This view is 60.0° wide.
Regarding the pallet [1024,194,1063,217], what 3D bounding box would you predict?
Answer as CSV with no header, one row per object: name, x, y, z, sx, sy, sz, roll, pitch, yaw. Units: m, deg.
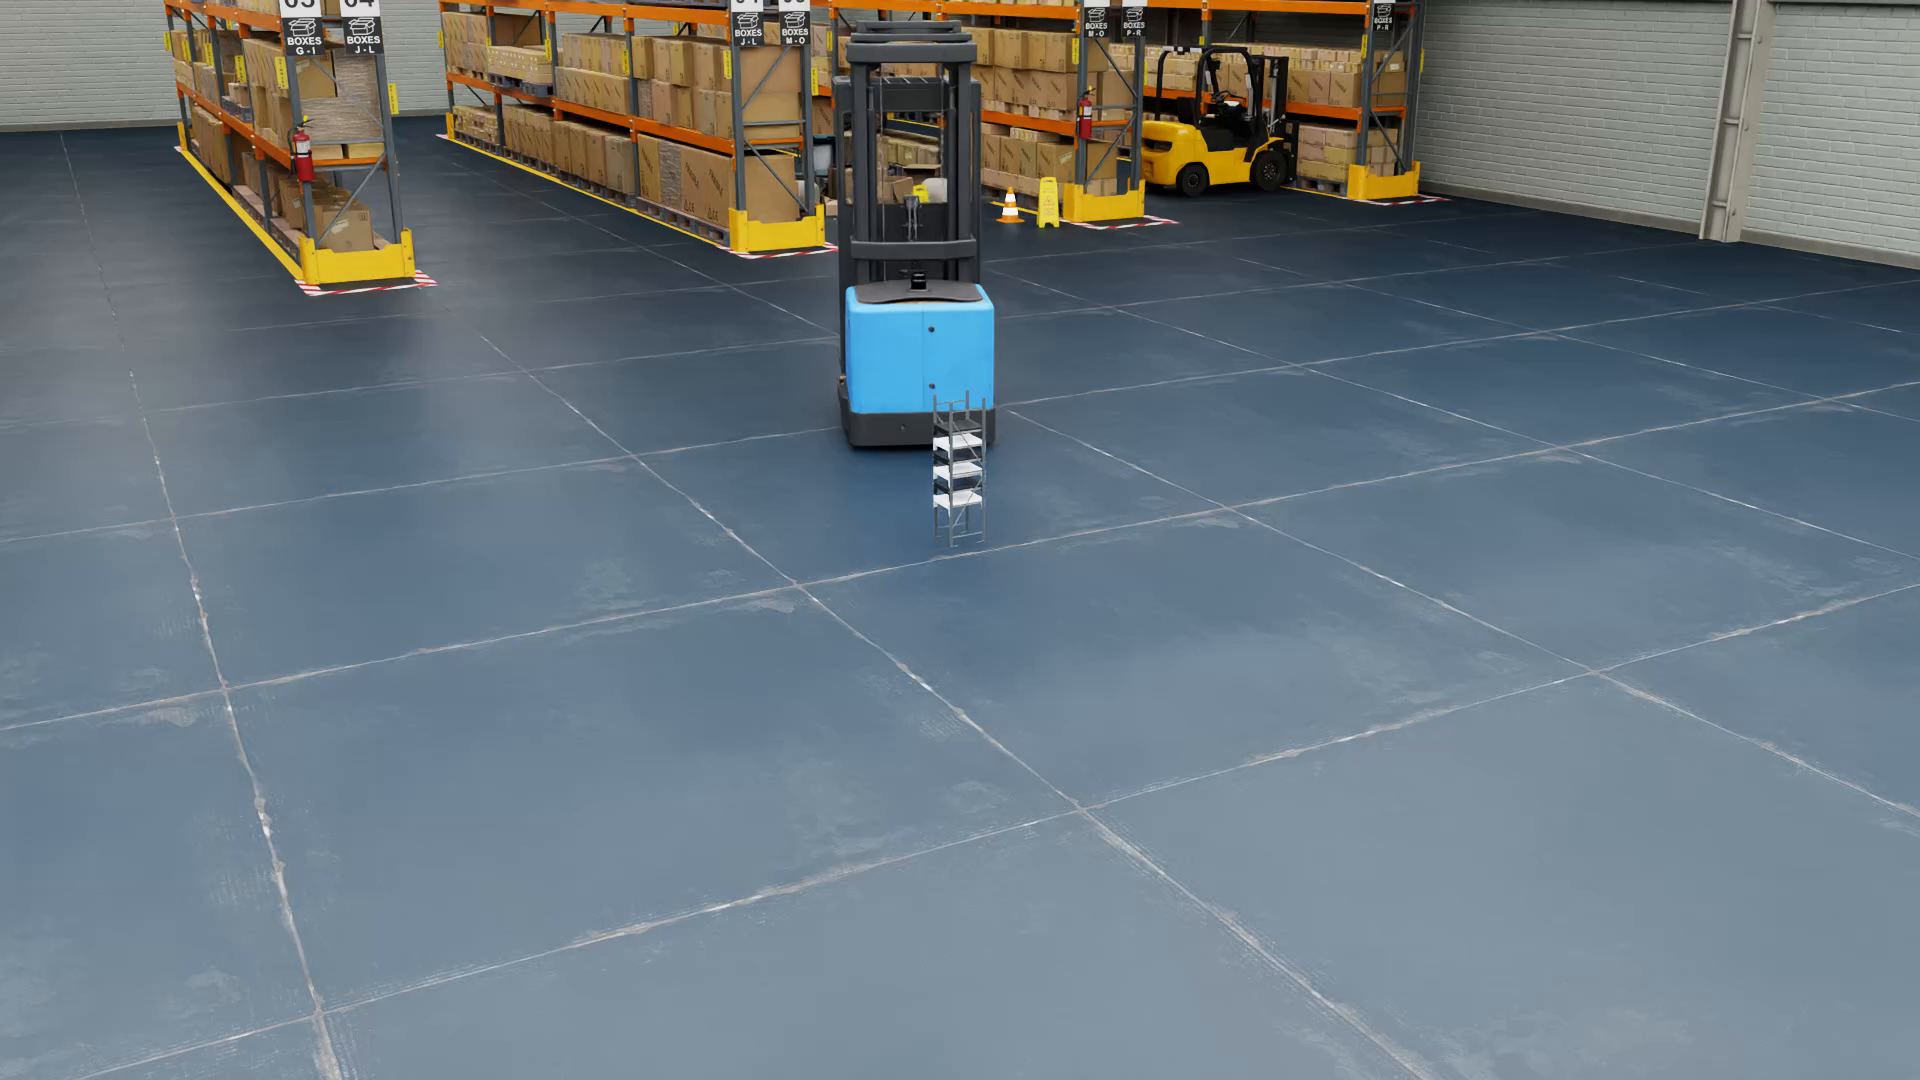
pallet,1.641,-4.812,23.752,1.003,0.211,1.213,-10,21,-27

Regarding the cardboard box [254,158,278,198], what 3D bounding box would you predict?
cardboard box,-9.603,-5.149,23.613,0.700,0.500,0.500,-8,21,-22

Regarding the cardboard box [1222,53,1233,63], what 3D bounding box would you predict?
cardboard box,4.543,-7.935,27.381,0.380,0.149,0.250,-9,21,-25

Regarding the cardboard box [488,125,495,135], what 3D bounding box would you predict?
cardboard box,-8.544,-7.627,30.906,0.380,0.149,0.250,-11,22,-29

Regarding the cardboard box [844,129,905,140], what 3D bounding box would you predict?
cardboard box,-1.508,-6.958,29.083,0.950,0.372,0.625,-12,22,-30

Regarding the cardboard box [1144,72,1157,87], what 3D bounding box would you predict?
cardboard box,3.577,-8.112,29.270,0.500,0.250,0.500,-10,21,-26

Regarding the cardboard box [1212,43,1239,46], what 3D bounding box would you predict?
cardboard box,4.389,-8.145,27.532,0.380,0.149,0.250,-10,21,-26

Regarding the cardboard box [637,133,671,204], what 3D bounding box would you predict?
cardboard box,-3.939,-5.225,23.287,0.875,0.875,0.875,-10,21,-26

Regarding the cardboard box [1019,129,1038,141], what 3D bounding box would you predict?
cardboard box,1.072,-5.786,23.729,0.380,0.149,0.250,-10,21,-26

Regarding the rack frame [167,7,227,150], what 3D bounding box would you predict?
rack frame,-14.288,-8.927,31.405,1.000,3.000,0.127,-10,21,-27

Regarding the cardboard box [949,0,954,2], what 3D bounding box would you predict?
cardboard box,0.064,-8.188,25.048,0.380,0.149,0.250,-10,22,-27

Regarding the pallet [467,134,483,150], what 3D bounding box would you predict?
pallet,-8.909,-7.738,32.233,1.003,0.211,1.213,-10,21,-27

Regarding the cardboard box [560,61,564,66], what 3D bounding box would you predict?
cardboard box,-6.509,-7.986,27.963,0.380,0.149,0.250,-10,21,-26

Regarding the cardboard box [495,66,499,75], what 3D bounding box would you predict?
cardboard box,-7.941,-8.263,29.220,0.380,0.149,0.250,-10,21,-26

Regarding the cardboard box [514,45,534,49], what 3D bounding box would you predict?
cardboard box,-7.989,-8.888,30.680,0.500,0.500,0.500,-10,22,-28

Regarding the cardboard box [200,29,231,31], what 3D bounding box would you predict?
cardboard box,-13.825,-9.252,30.971,0.500,0.500,0.500,-10,21,-26

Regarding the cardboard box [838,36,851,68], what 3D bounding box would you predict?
cardboard box,-1.757,-8.387,28.586,0.500,0.500,0.500,-11,22,-28

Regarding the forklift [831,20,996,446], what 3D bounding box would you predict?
forklift,-0.412,-2.491,12.857,1.130,2.935,3.031,-2,19,-6

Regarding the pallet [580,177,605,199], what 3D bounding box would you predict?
pallet,-5.192,-5.464,25.643,1.003,0.211,1.213,-10,21,-27

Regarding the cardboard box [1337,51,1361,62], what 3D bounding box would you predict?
cardboard box,5.898,-7.270,24.998,0.380,0.149,0.250,-10,21,-27

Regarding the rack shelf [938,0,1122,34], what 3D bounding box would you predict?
rack shelf,1.082,-7.521,23.834,1.077,0.370,4.000,-10,21,-27

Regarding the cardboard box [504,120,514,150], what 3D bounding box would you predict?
cardboard box,-7.858,-7.282,29.825,0.500,0.500,0.500,-9,21,-25

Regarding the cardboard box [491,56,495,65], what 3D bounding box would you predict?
cardboard box,-8.068,-8.480,29.394,0.380,0.149,0.250,-10,22,-28

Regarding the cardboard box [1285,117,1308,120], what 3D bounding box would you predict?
cardboard box,5.385,-6.757,27.154,0.500,0.250,0.500,-10,21,-26

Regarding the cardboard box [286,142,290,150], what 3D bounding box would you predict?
cardboard box,-7.615,-4.622,19.312,0.380,0.149,0.250,-10,21,-27

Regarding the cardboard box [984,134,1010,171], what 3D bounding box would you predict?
cardboard box,0.684,-5.759,24.644,0.500,0.500,0.500,-9,21,-24

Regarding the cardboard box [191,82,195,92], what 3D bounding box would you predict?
cardboard box,-12.821,-7.697,28.225,0.380,0.149,0.250,-10,21,-26

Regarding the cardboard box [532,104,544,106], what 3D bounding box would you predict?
cardboard box,-7.399,-7.715,29.930,0.500,0.250,0.500,-11,22,-28

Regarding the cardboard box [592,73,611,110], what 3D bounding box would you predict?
cardboard box,-5.139,-6.668,24.703,0.500,0.500,0.500,-10,21,-26

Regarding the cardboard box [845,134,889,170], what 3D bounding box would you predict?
cardboard box,-1.420,-5.910,25.330,0.500,0.500,0.500,-10,21,-27

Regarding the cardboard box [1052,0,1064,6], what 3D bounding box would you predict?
cardboard box,1.469,-7.294,22.458,0.380,0.149,0.250,-10,21,-26

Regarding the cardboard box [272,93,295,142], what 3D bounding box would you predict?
cardboard box,-7.270,-4.809,18.861,0.875,0.500,0.500,-10,21,-27

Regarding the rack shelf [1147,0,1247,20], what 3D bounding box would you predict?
rack shelf,3.549,-9.440,29.393,1.077,0.370,4.000,-10,21,-27

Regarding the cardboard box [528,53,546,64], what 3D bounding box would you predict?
cardboard box,-6.829,-7.873,27.179,0.380,0.149,0.250,-10,22,-27

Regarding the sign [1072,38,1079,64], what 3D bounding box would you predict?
sign,1.533,-6.486,22.069,0.100,0.325,0.005,-10,21,-27

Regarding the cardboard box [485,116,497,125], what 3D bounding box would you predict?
cardboard box,-8.654,-7.850,31.097,0.380,0.149,0.250,-10,22,-27

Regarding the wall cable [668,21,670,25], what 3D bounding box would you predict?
wall cable,-7.022,-12.781,41.014,0.588,1.984,0.122,-10,21,-27

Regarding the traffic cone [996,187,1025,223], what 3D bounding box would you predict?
traffic cone,0.692,-4.594,22.735,0.336,0.463,0.334,-10,21,-27

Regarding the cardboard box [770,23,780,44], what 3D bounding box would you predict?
cardboard box,-3.209,-9.377,31.022,0.500,0.500,0.500,-11,22,-28

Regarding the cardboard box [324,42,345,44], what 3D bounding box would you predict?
cardboard box,-7.424,-5.626,19.694,0.500,0.500,0.500,-10,21,-27

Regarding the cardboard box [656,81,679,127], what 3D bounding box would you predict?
cardboard box,-3.557,-5.861,22.288,0.875,0.550,0.550,-10,21,-27

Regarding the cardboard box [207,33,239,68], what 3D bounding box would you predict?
cardboard box,-11.453,-7.744,26.283,0.797,0.503,0.637,-9,21,-25

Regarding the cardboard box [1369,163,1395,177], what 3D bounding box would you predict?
cardboard box,6.337,-5.709,25.650,0.500,0.250,0.500,-10,21,-26

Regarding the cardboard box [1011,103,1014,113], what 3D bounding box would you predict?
cardboard box,0.957,-6.267,24.079,0.380,0.149,0.250,-10,21,-27

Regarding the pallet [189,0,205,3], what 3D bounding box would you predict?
pallet,-10.841,-8.136,24.803,1.213,0.211,1.003,-9,21,-24

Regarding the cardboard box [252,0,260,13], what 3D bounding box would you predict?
cardboard box,-7.861,-6.215,19.176,0.500,0.250,0.500,-10,22,-28

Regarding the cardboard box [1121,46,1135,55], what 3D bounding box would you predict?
cardboard box,3.113,-8.784,29.840,0.380,0.149,0.250,-9,21,-26

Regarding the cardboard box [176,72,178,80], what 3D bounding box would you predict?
cardboard box,-14.286,-8.582,30.789,0.380,0.149,0.250,-10,22,-27

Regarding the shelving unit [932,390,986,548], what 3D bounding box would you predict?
shelving unit,-0.004,-0.428,9.991,0.258,0.900,0.210,-10,21,-27

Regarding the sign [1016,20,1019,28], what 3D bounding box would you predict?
sign,1.186,-10.718,34.820,0.100,0.325,0.005,-10,21,-27

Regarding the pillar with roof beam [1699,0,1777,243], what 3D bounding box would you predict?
pillar with roof beam,5.921,-7.425,17.855,9.100,9.000,0.400,-10,21,-27

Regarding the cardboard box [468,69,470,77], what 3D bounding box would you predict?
cardboard box,-9.224,-8.964,31.897,0.380,0.149,0.250,-9,21,-25

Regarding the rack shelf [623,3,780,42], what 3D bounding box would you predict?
rack shelf,-3.227,-6.726,21.528,1.077,0.370,4.000,-10,21,-27

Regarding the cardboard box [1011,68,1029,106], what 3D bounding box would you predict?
cardboard box,1.063,-6.459,23.642,0.500,0.500,0.500,-10,21,-27
